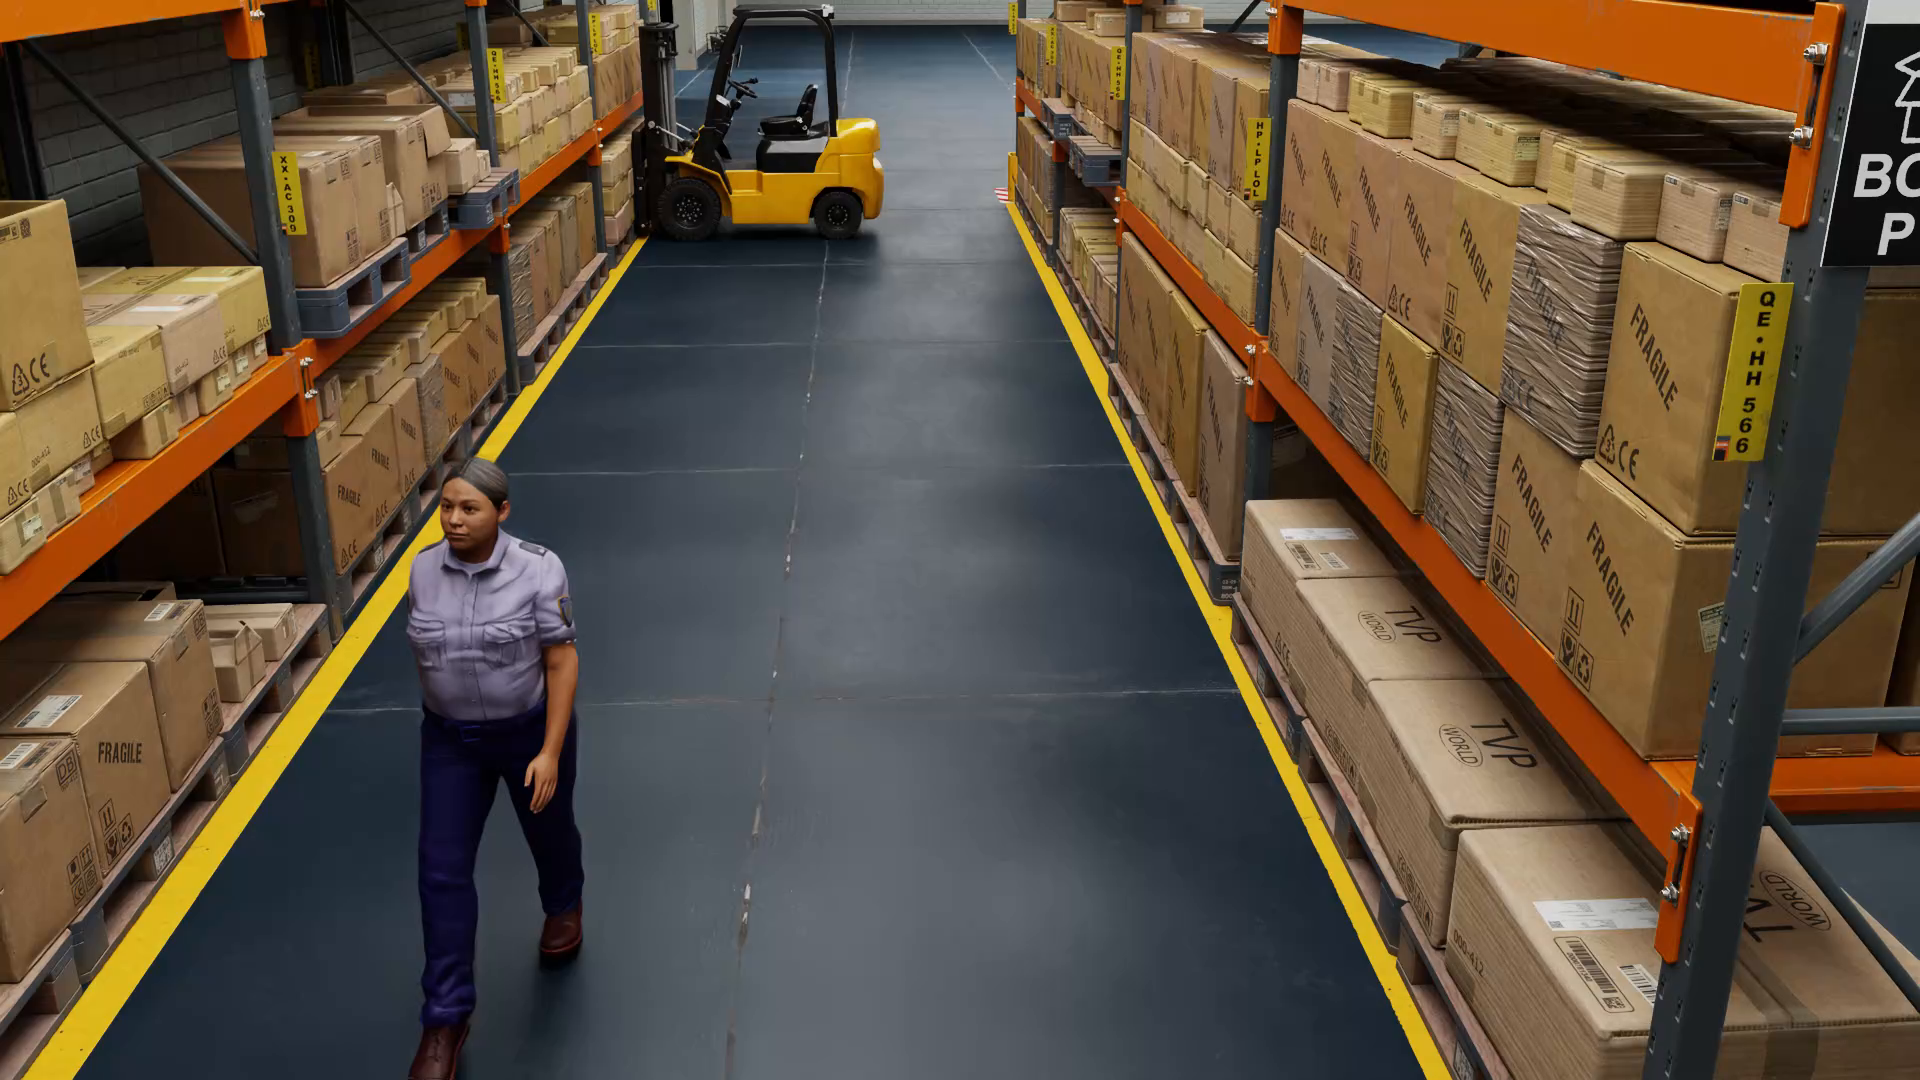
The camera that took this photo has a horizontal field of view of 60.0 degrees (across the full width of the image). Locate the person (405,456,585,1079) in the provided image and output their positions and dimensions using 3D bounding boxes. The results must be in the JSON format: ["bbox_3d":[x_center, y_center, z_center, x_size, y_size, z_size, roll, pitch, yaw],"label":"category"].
[{"bbox_3d":[-1.274,0.575,4.536,0.490,1.612,0.930,0,21,1],"label":"person"}]
